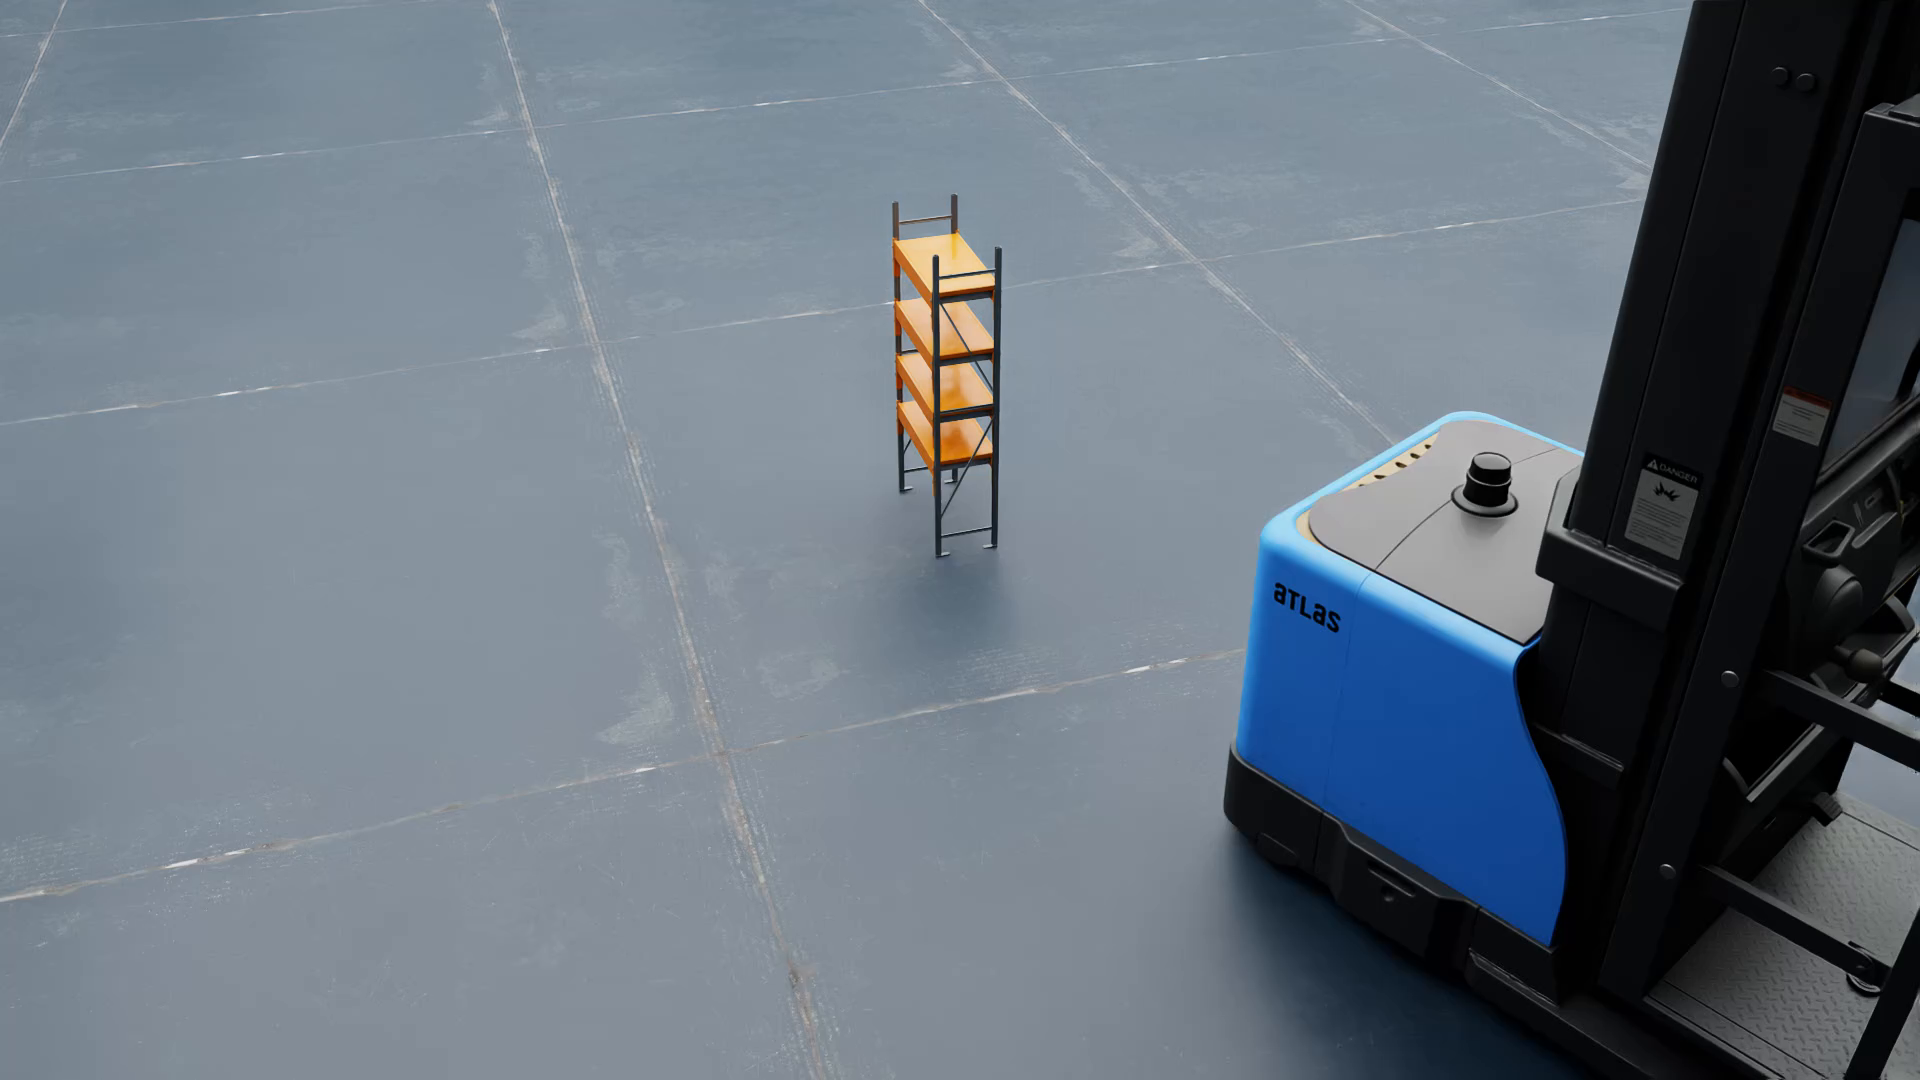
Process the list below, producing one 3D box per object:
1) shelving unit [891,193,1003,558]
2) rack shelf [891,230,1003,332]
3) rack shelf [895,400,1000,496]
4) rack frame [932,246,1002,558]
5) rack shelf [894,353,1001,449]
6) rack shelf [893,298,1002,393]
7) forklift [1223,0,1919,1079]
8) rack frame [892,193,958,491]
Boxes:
[{"bbox_3d":[-0.051,-0.587,6.051,0.258,1.200,0.503,-10,35,-15],"label":"shelving unit"},{"bbox_3d":[-0.051,-0.915,5.834,0.258,0.148,0.480,-10,35,-15],"label":"rack shelf"},{"bbox_3d":[-0.051,-0.366,6.197,0.258,0.148,0.480,-10,35,-15],"label":"rack shelf"},{"bbox_3d":[0.024,-0.459,5.857,0.240,1.200,0.015,-10,35,-15],"label":"rack frame"},{"bbox_3d":[-0.051,-0.531,6.088,0.258,0.148,0.480,-10,35,-15],"label":"rack shelf"},{"bbox_3d":[-0.051,-0.718,5.964,0.258,0.148,0.480,-10,35,-15],"label":"rack shelf"},{"bbox_3d":[2.152,0.043,3.526,1.130,2.935,3.031,-27,42,-35],"label":"forklift"},{"bbox_3d":[-0.125,-0.716,6.245,0.240,1.200,0.015,-10,35,-15],"label":"rack frame"}]
